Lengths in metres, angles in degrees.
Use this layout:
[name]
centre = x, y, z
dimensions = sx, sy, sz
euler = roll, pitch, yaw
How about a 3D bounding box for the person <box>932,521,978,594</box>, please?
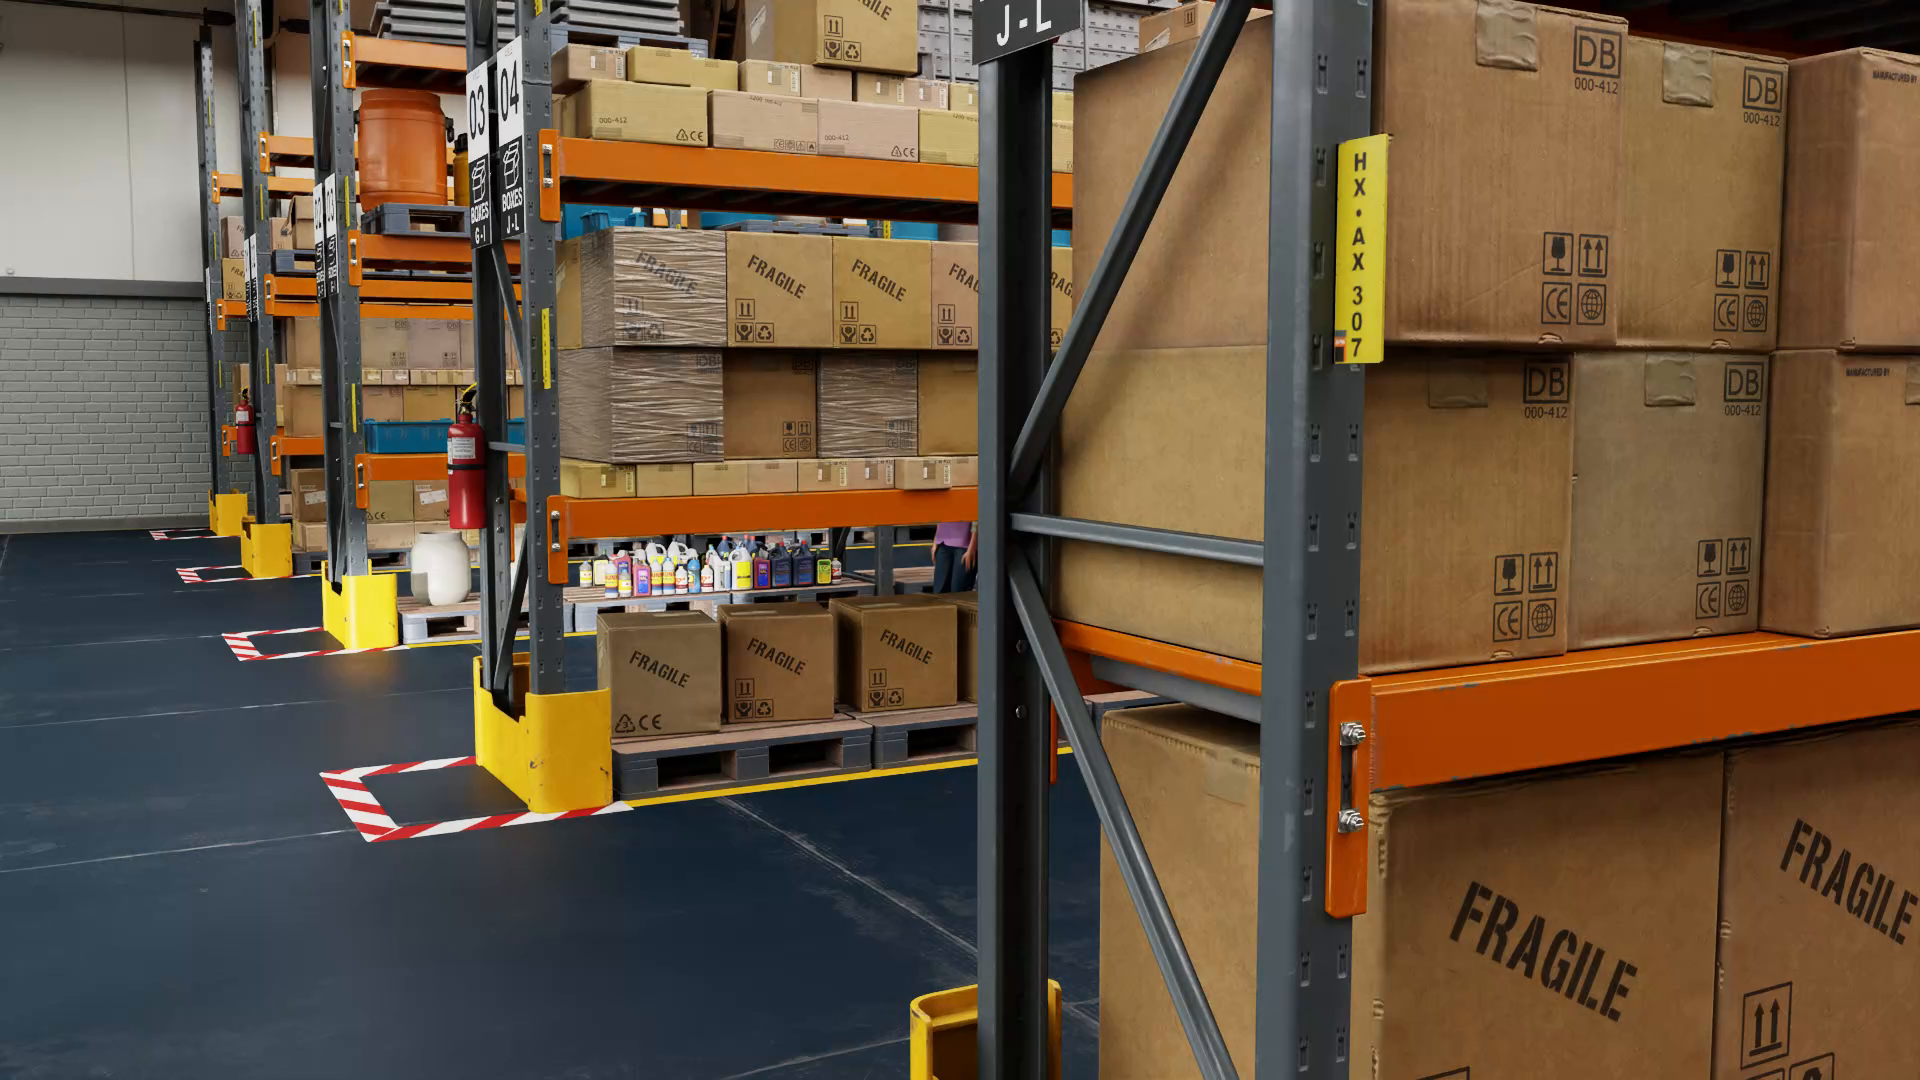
[person]
centre = -0.018, 0.063, 10.034
dimensions = 0.347, 1.592, 0.468
euler = -3, 6, -31
